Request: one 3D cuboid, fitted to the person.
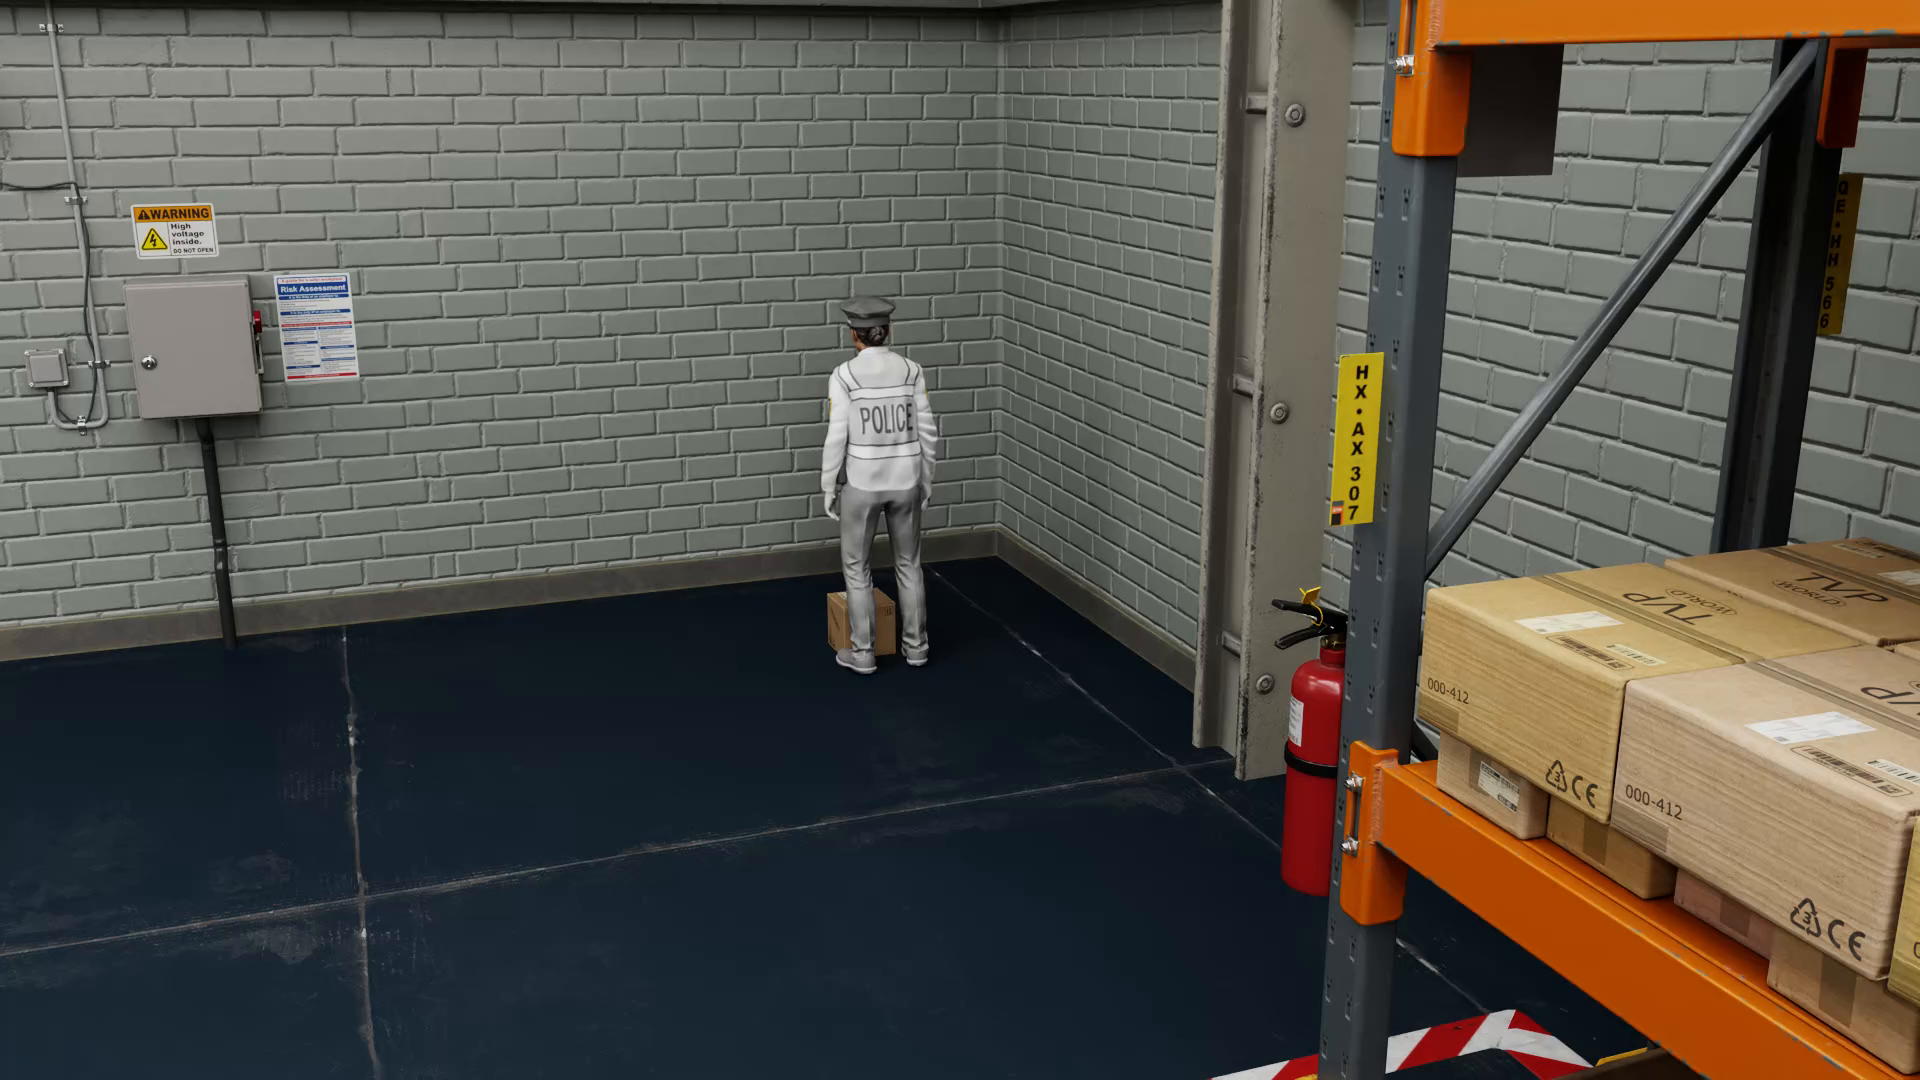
[{"bbox_3d":[-0.359,-0.231,7.342,0.526,1.663,0.374,-6,17,-21],"label":"person"}]
